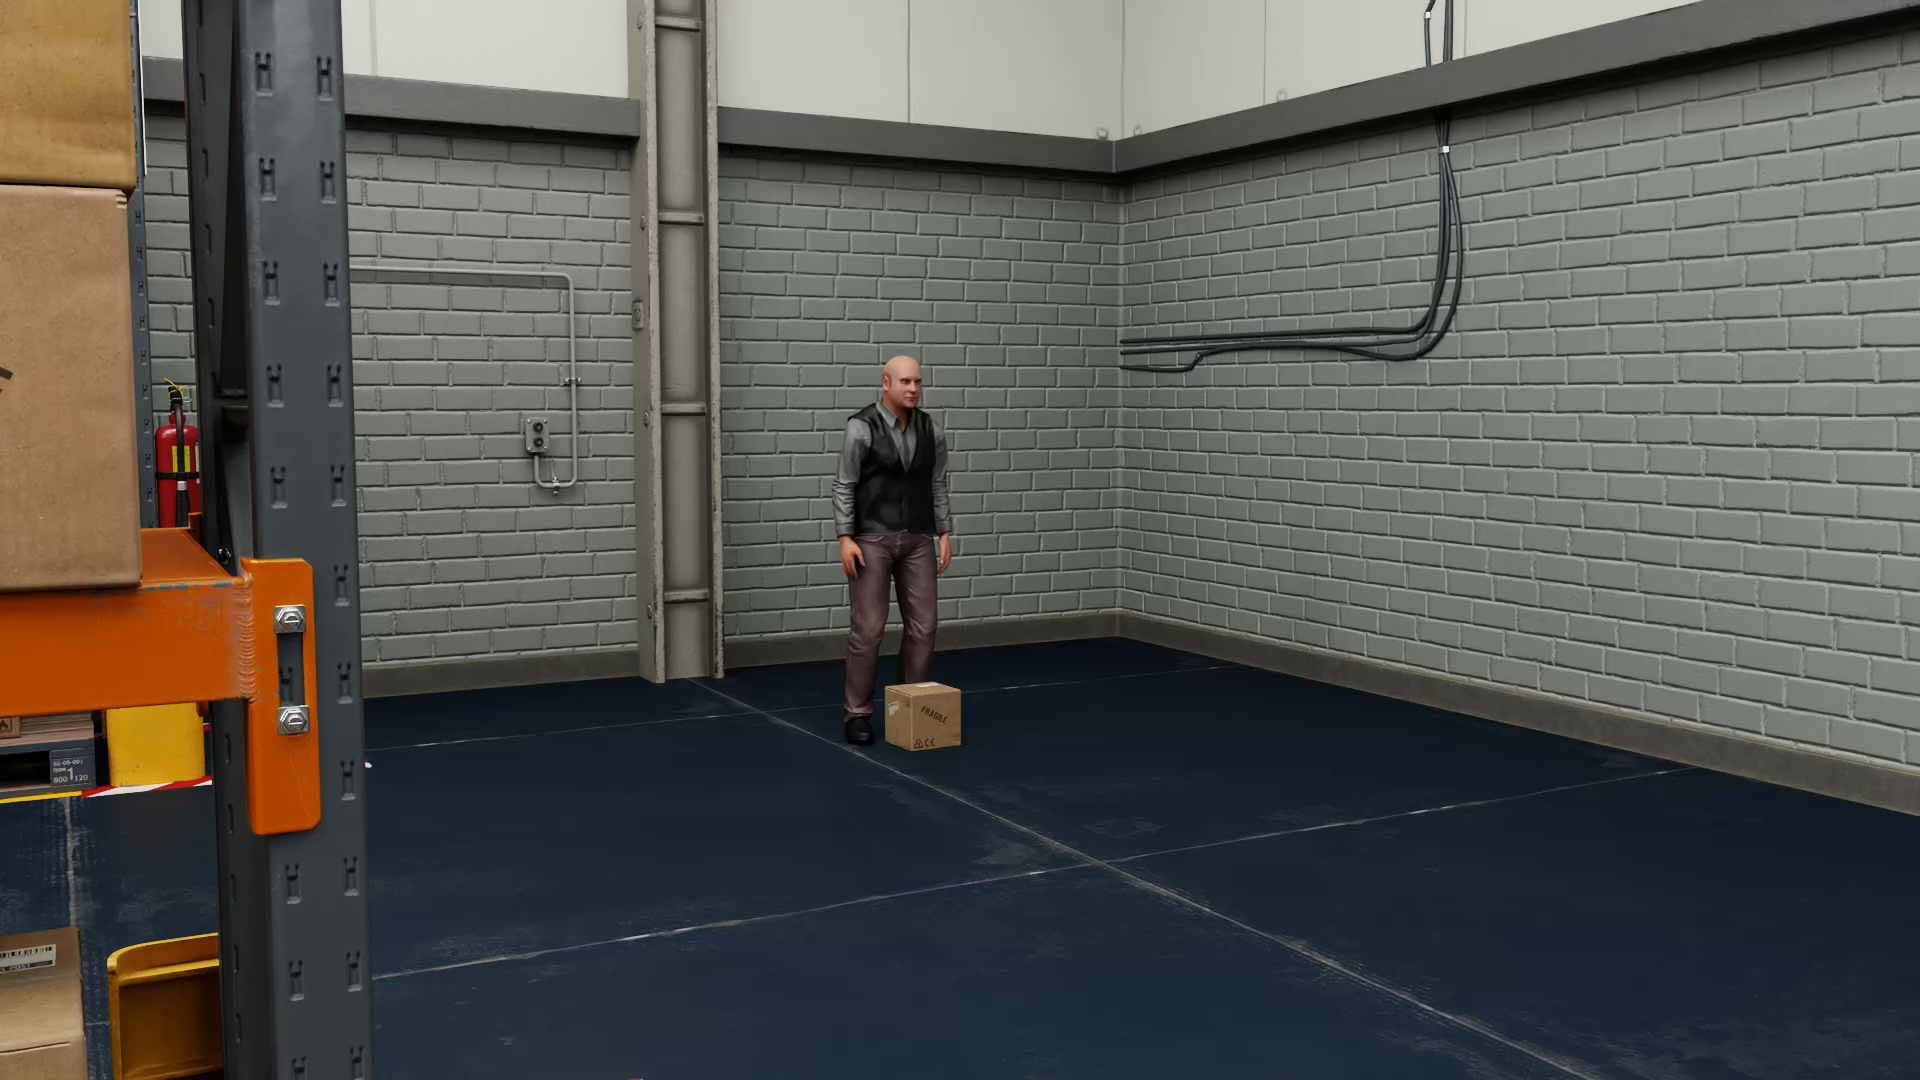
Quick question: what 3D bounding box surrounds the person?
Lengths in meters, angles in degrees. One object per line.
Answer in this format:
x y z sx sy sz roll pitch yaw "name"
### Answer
-0.298 0.029 7.539 0.580 1.721 0.460 -3 6 -29 "person"
